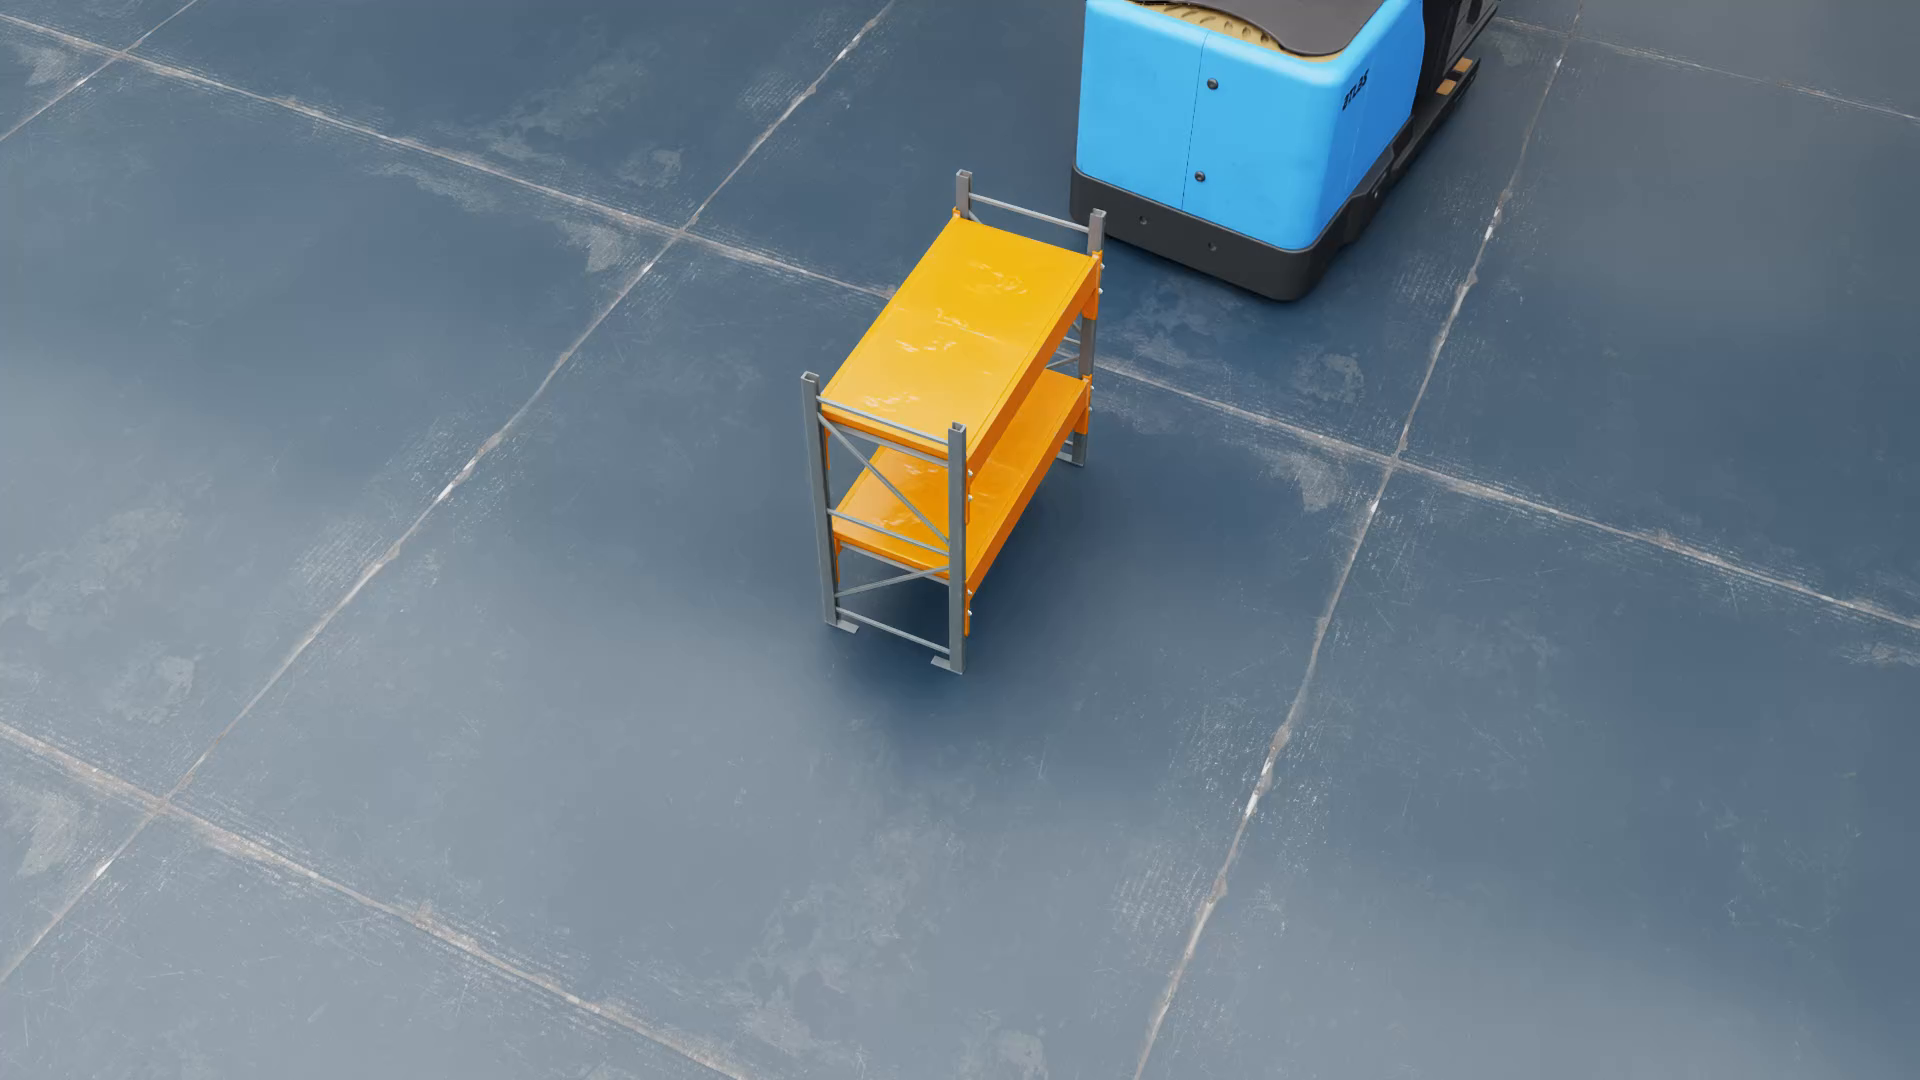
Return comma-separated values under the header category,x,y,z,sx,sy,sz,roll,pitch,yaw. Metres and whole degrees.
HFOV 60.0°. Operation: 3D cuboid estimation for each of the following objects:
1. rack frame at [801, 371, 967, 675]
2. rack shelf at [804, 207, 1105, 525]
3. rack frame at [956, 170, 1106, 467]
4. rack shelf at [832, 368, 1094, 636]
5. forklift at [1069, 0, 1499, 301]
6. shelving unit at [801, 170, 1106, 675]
category,x,y,z,sx,sy,sz,roll,pitch,yaw
rack frame,-0.214,-0.019,5.028,0.500,1.125,0.032,20,52,16
rack shelf,0.003,-0.559,5.103,0.538,0.278,1.000,20,52,16
rack frame,0.220,-0.719,5.623,0.500,1.125,0.032,20,52,16
rack shelf,0.003,-0.211,5.512,0.538,0.278,1.000,20,52,16
forklift,1.655,-2.989,6.368,1.130,2.935,3.031,26,54,20
shelving unit,0.003,-0.369,5.326,0.538,1.125,1.048,20,52,16
